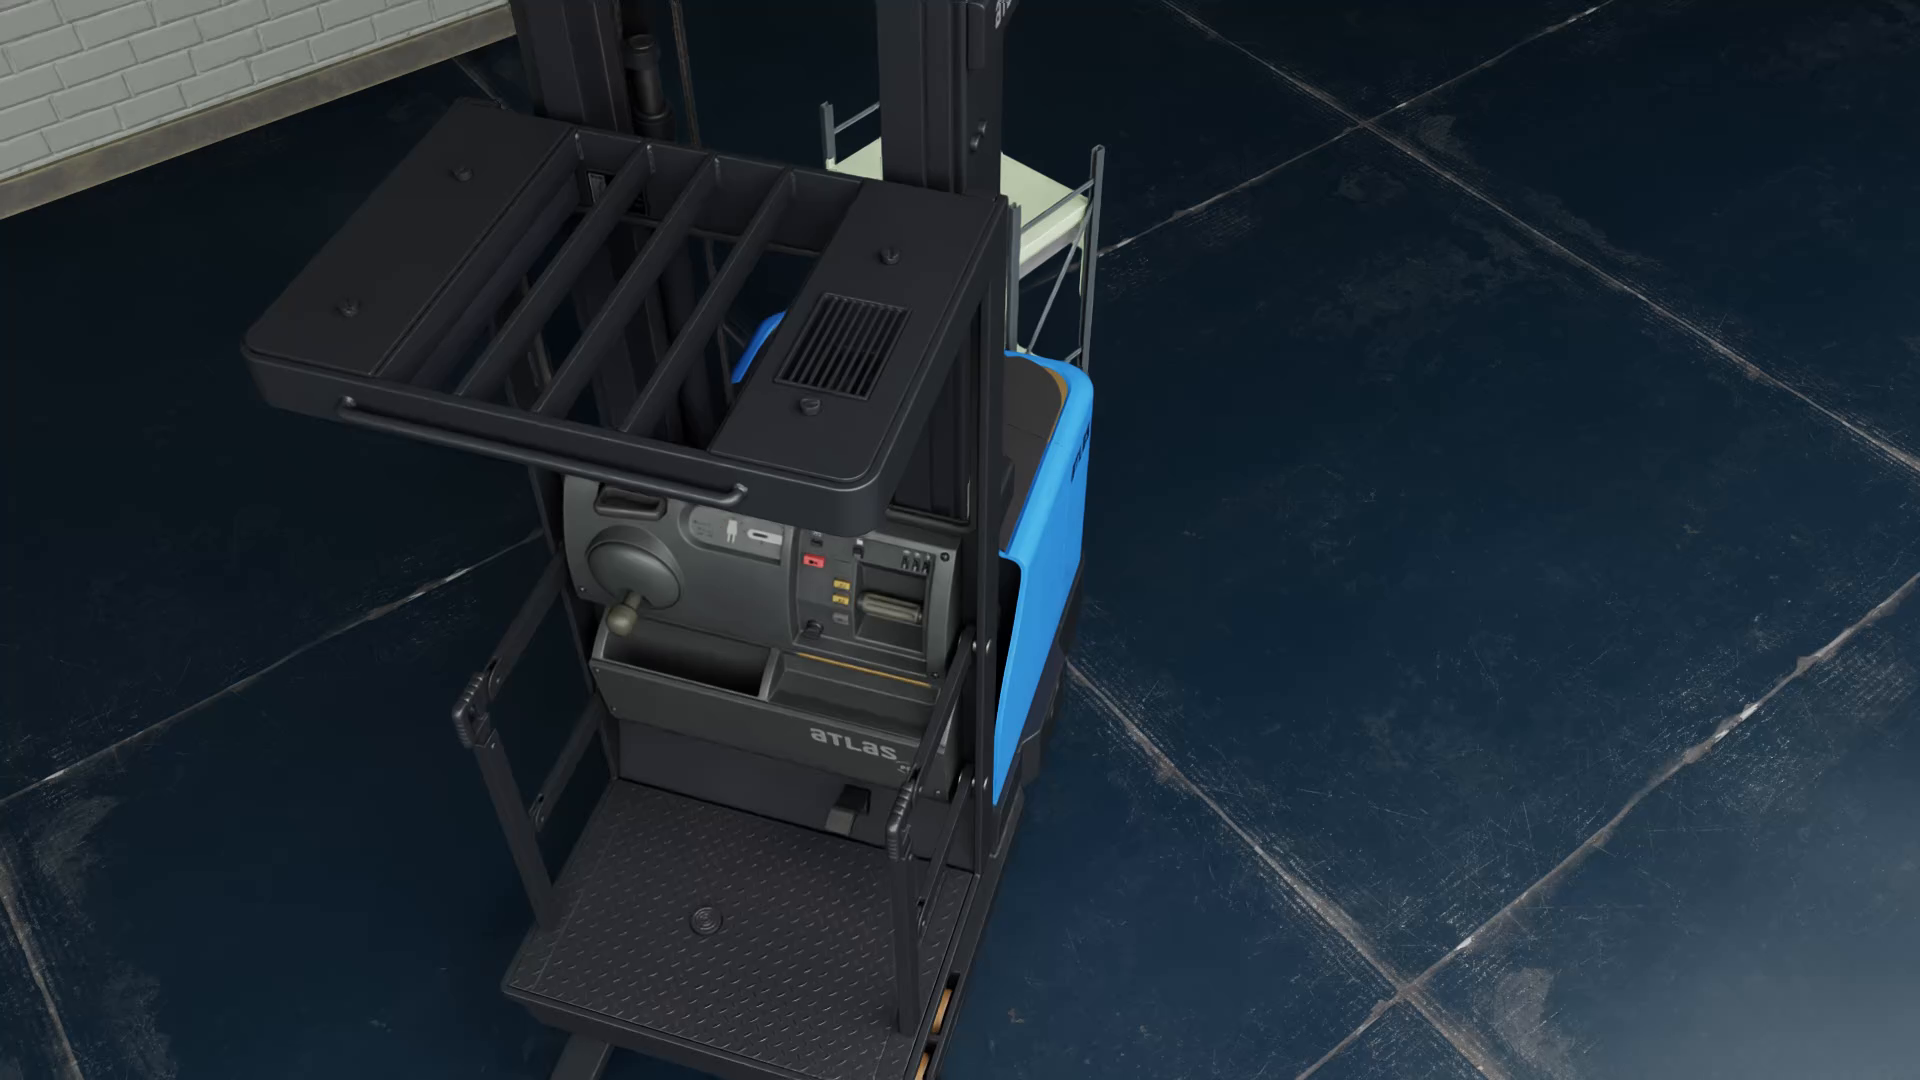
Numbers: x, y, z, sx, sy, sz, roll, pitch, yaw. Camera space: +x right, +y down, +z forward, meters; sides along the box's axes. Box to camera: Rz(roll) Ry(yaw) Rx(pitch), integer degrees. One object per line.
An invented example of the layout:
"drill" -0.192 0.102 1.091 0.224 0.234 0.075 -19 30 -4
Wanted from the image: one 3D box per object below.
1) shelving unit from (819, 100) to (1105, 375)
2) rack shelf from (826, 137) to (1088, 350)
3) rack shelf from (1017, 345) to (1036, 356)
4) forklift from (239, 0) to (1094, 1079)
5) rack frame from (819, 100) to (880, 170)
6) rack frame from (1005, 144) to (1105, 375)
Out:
"shelving unit" 0.000 -0.694 5.366 0.755 1.500 0.431 34 56 27
"rack shelf" 0.000 -0.956 5.077 0.720 0.370 0.431 34 56 27
"rack shelf" 0.000 -0.475 5.608 0.720 0.370 0.431 34 56 27
"forklift" -0.521 0.180 3.608 1.130 2.935 3.031 13 49 11
"rack frame" -0.272 -0.875 5.531 0.023 1.500 0.400 34 56 27
"rack frame" 0.272 -0.512 5.202 0.023 1.500 0.400 34 56 27
